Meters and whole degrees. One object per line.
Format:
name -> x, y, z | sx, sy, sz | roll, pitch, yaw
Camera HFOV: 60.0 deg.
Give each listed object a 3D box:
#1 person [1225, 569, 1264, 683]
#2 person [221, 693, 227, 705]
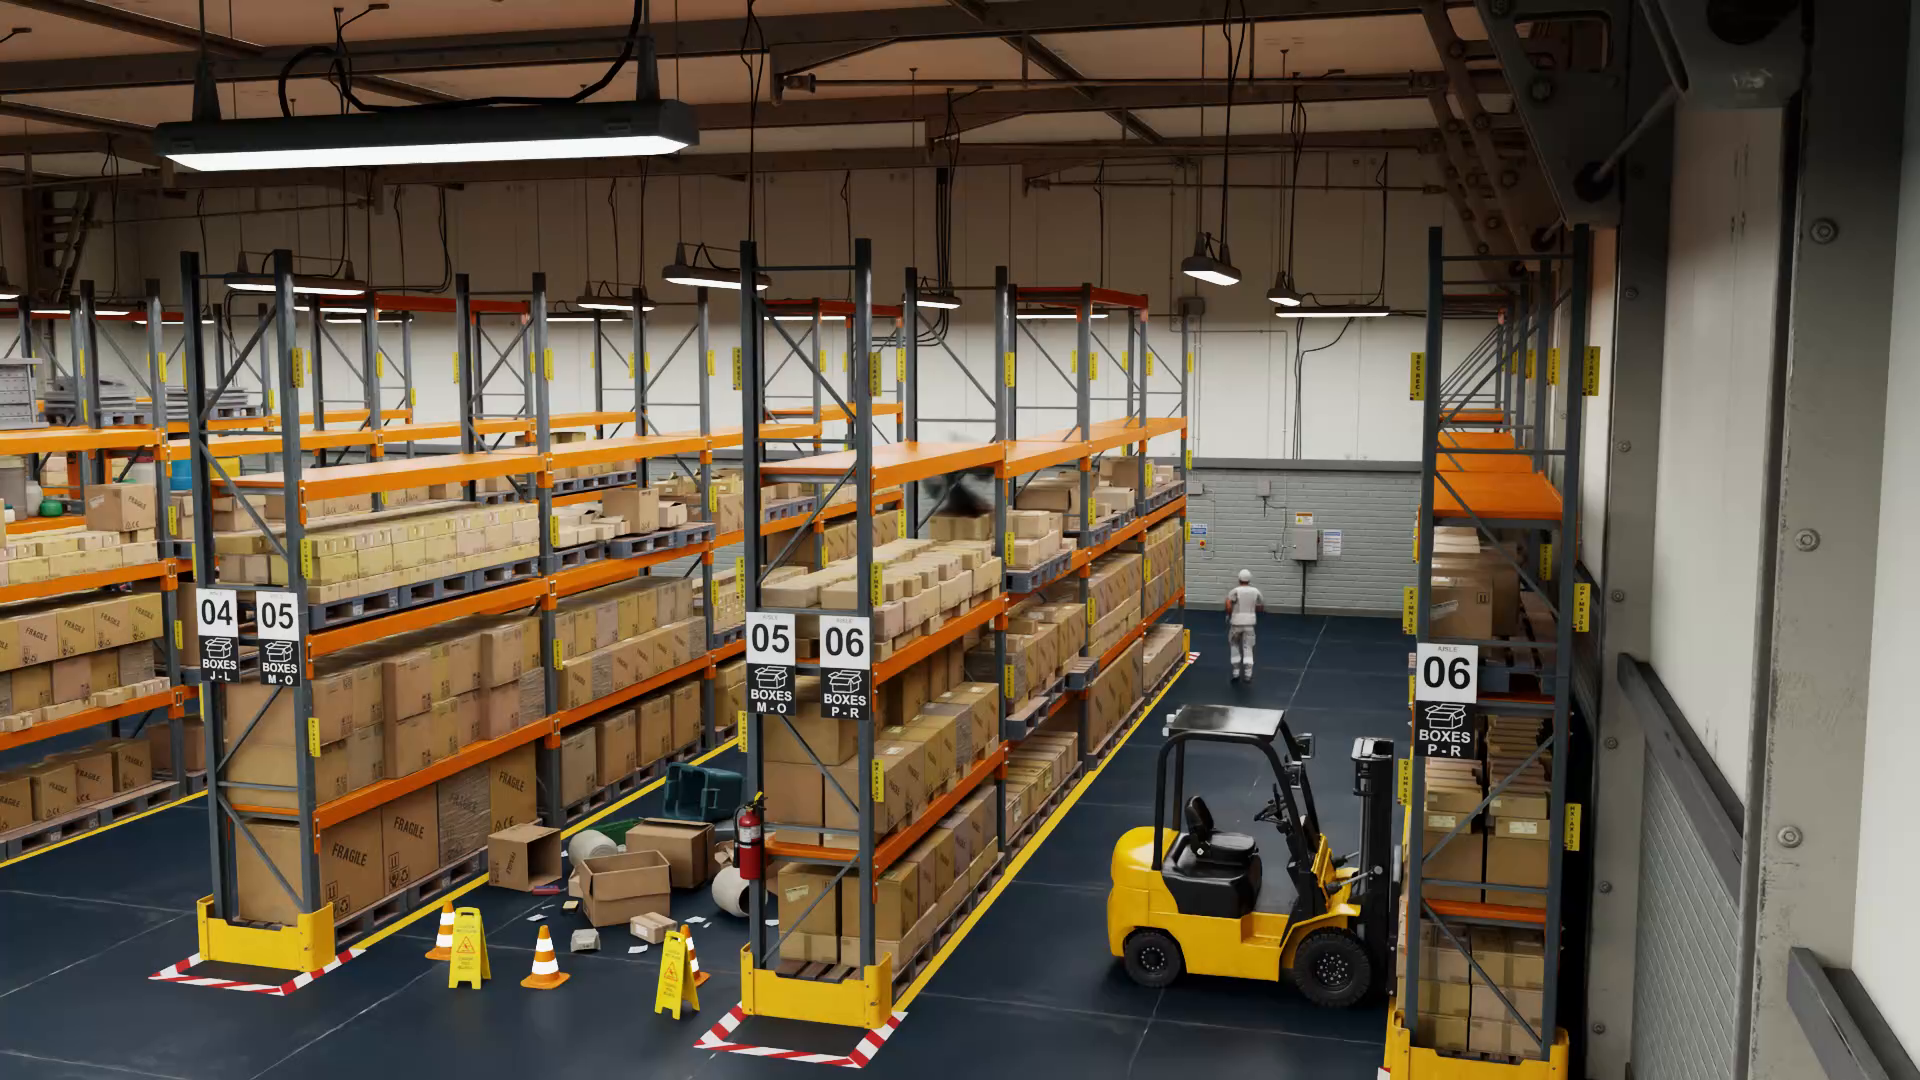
person -> 4.421, 1.370, 25.919 | 0.638, 1.840, 0.774 | 0, 6, 2
person -> -10.325, 1.762, 22.901 | 0.650, 1.688, 0.602 | 1, 7, 12
